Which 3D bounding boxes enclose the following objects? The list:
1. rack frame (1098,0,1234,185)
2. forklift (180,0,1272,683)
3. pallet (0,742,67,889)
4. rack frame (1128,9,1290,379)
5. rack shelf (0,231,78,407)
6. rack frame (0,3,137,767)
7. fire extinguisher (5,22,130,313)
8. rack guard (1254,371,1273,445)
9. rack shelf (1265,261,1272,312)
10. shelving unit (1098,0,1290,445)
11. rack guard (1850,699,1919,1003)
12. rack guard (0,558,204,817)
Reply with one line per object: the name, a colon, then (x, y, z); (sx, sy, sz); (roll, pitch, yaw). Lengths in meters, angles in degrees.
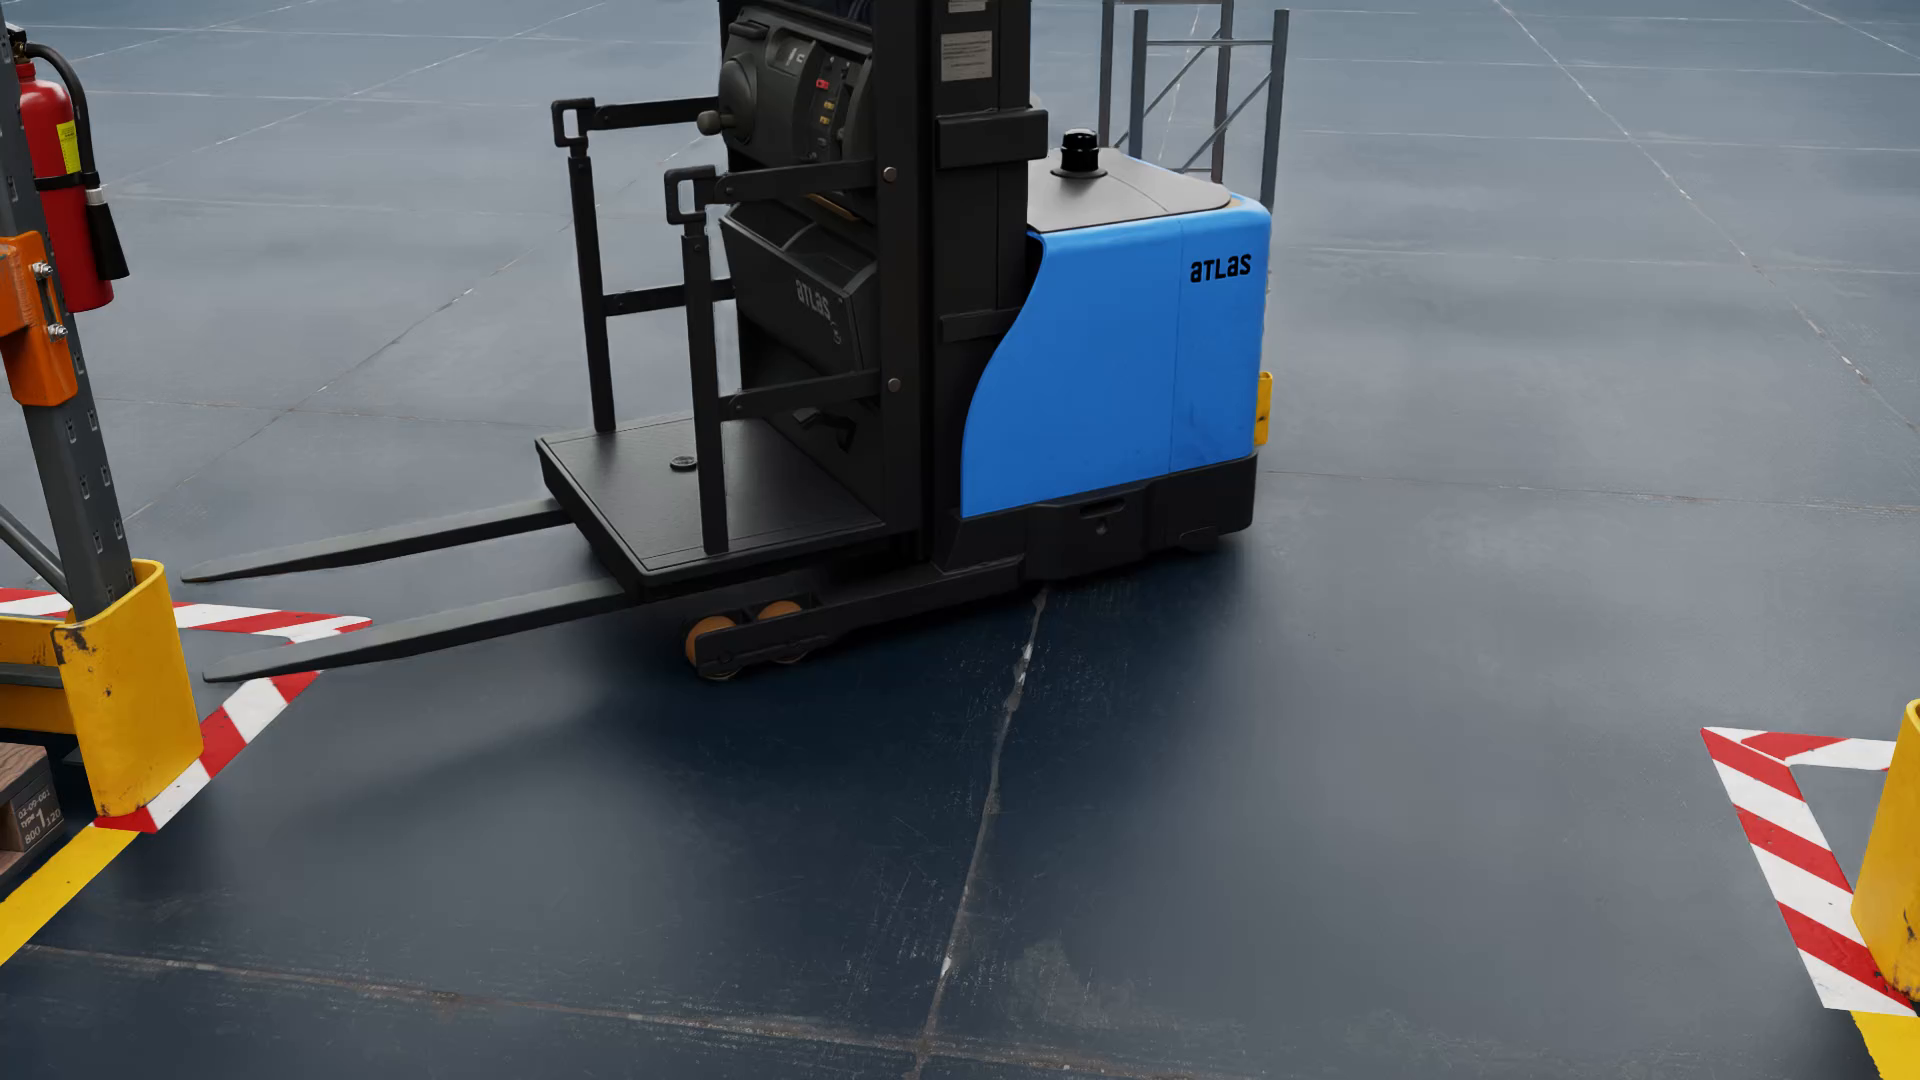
rack frame: (0.794, -1.468, 6.617); (0.500, 1.500, 0.032); (0, 25, -1)
forklift: (-0.630, -1.209, 4.375); (3.031, 2.935, 1.130); (-13, 28, -25)
pallet: (-2.641, 0.779, 3.338); (1.003, 0.211, 1.213); (4, 25, 9)
rack frame: (0.814, -1.037, 5.697); (0.500, 1.500, 0.032); (0, 25, -1)
rack shelf: (-2.787, 0.309, 1.900); (1.077, 0.370, 4.000); (4, 25, 9)
rack frame: (-2.460, -0.853, 3.535); (1.000, 3.000, 0.127); (4, 25, 9)
fire extinguisher: (-1.987, -0.834, 3.585); (0.296, 0.674, 0.183); (4, 25, 9)
rack guard: (0.814, -0.472, 5.963); (0.587, 0.250, 0.087); (0, 25, -1)
rack shelf: (0.804, -1.090, 6.233); (0.538, 0.185, 1.000); (0, 25, -1)
shelving unit: (0.805, -1.249, 6.149); (0.587, 1.500, 1.083); (0, 25, -1)
rack guard: (2.460, 0.657, 3.257); (1.175, 0.500, 0.348); (4, 25, 9)
rack guard: (-2.473, 0.310, 3.997); (1.175, 0.500, 0.348); (4, 25, 9)
